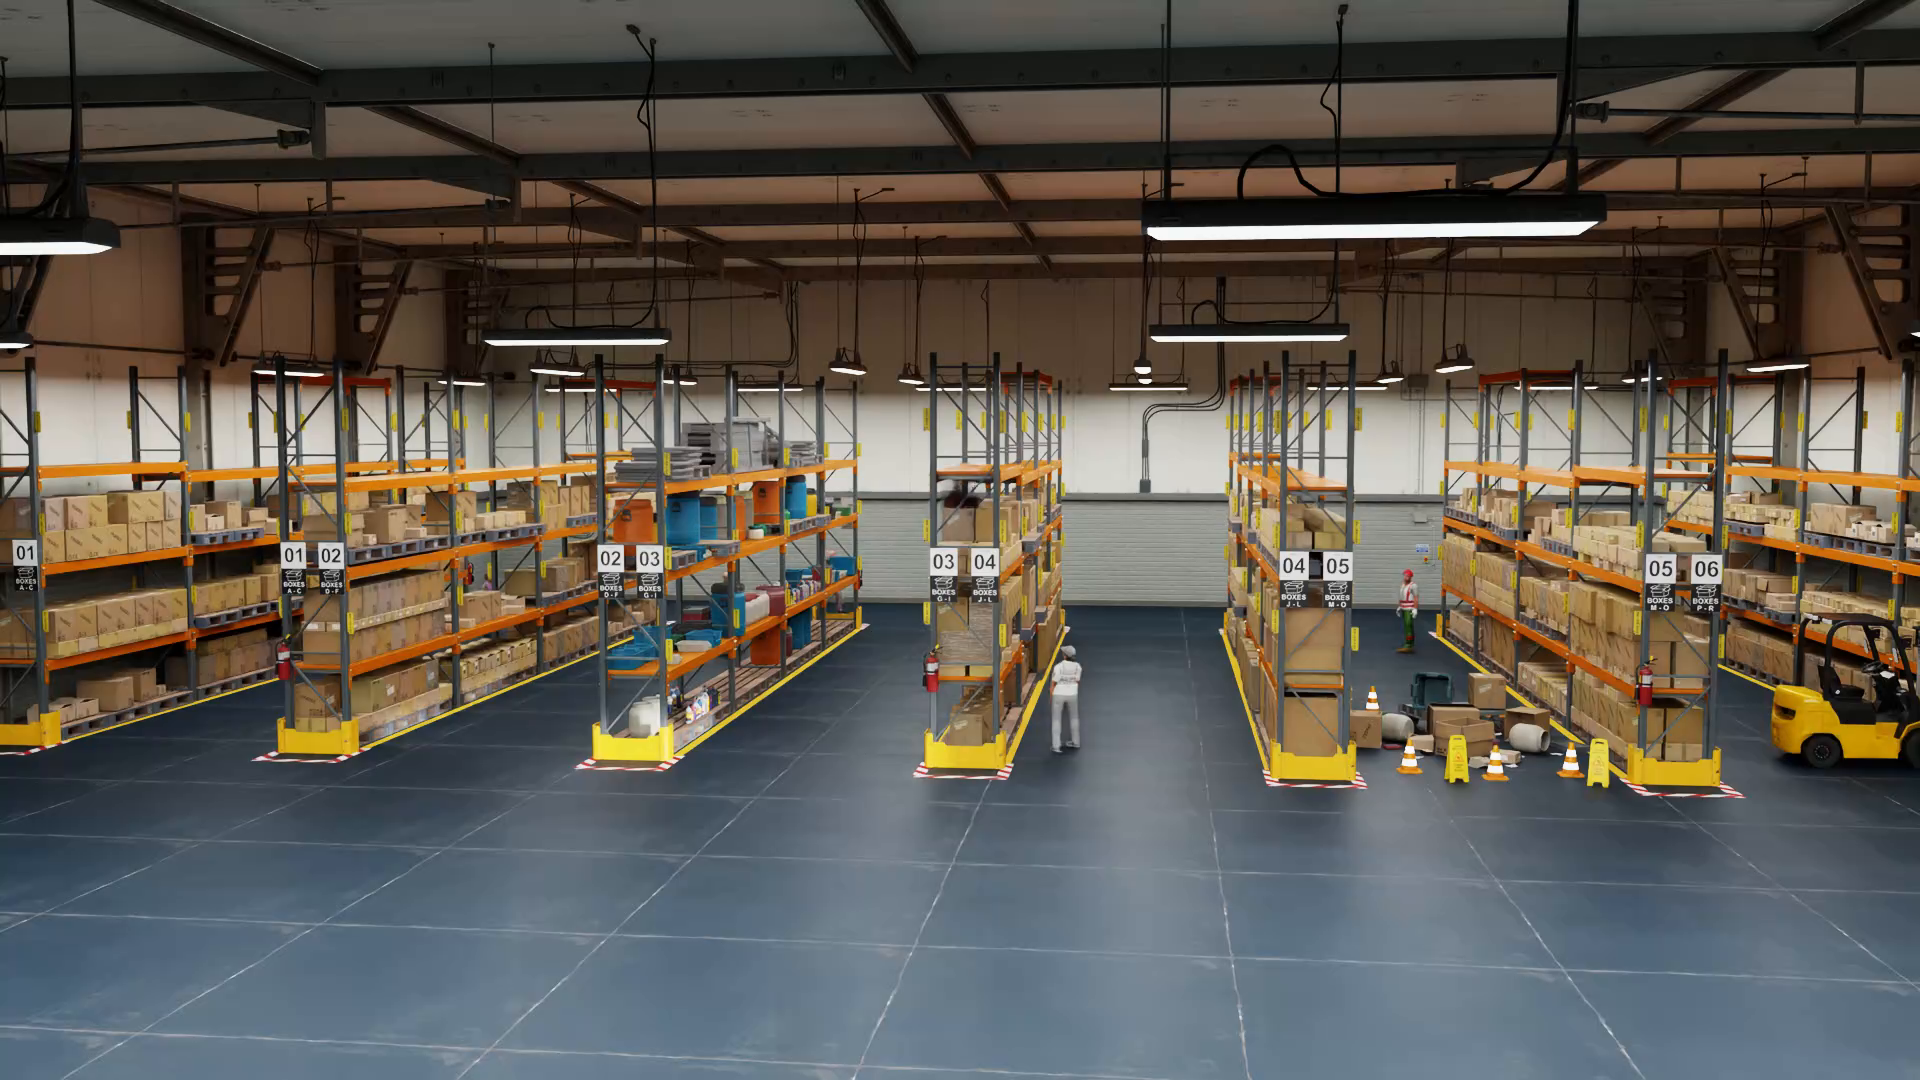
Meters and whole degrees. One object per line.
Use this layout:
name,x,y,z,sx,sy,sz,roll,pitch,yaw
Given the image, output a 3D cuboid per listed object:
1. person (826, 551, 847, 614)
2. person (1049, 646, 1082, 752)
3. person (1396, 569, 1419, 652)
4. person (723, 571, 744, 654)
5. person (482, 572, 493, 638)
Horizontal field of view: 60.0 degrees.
person,-3.295,1.117,43.231,0.637,1.686,1.023,-3,5,-35
person,1.608,2.398,25.373,0.511,1.631,0.608,0,4,-6
person,9.764,1.540,36.400,0.482,1.792,0.604,0,4,-3
person,-4.993,1.565,35.896,0.556,1.789,0.616,0,4,7
person,-10.684,1.570,37.983,0.509,1.496,0.443,1,4,18
